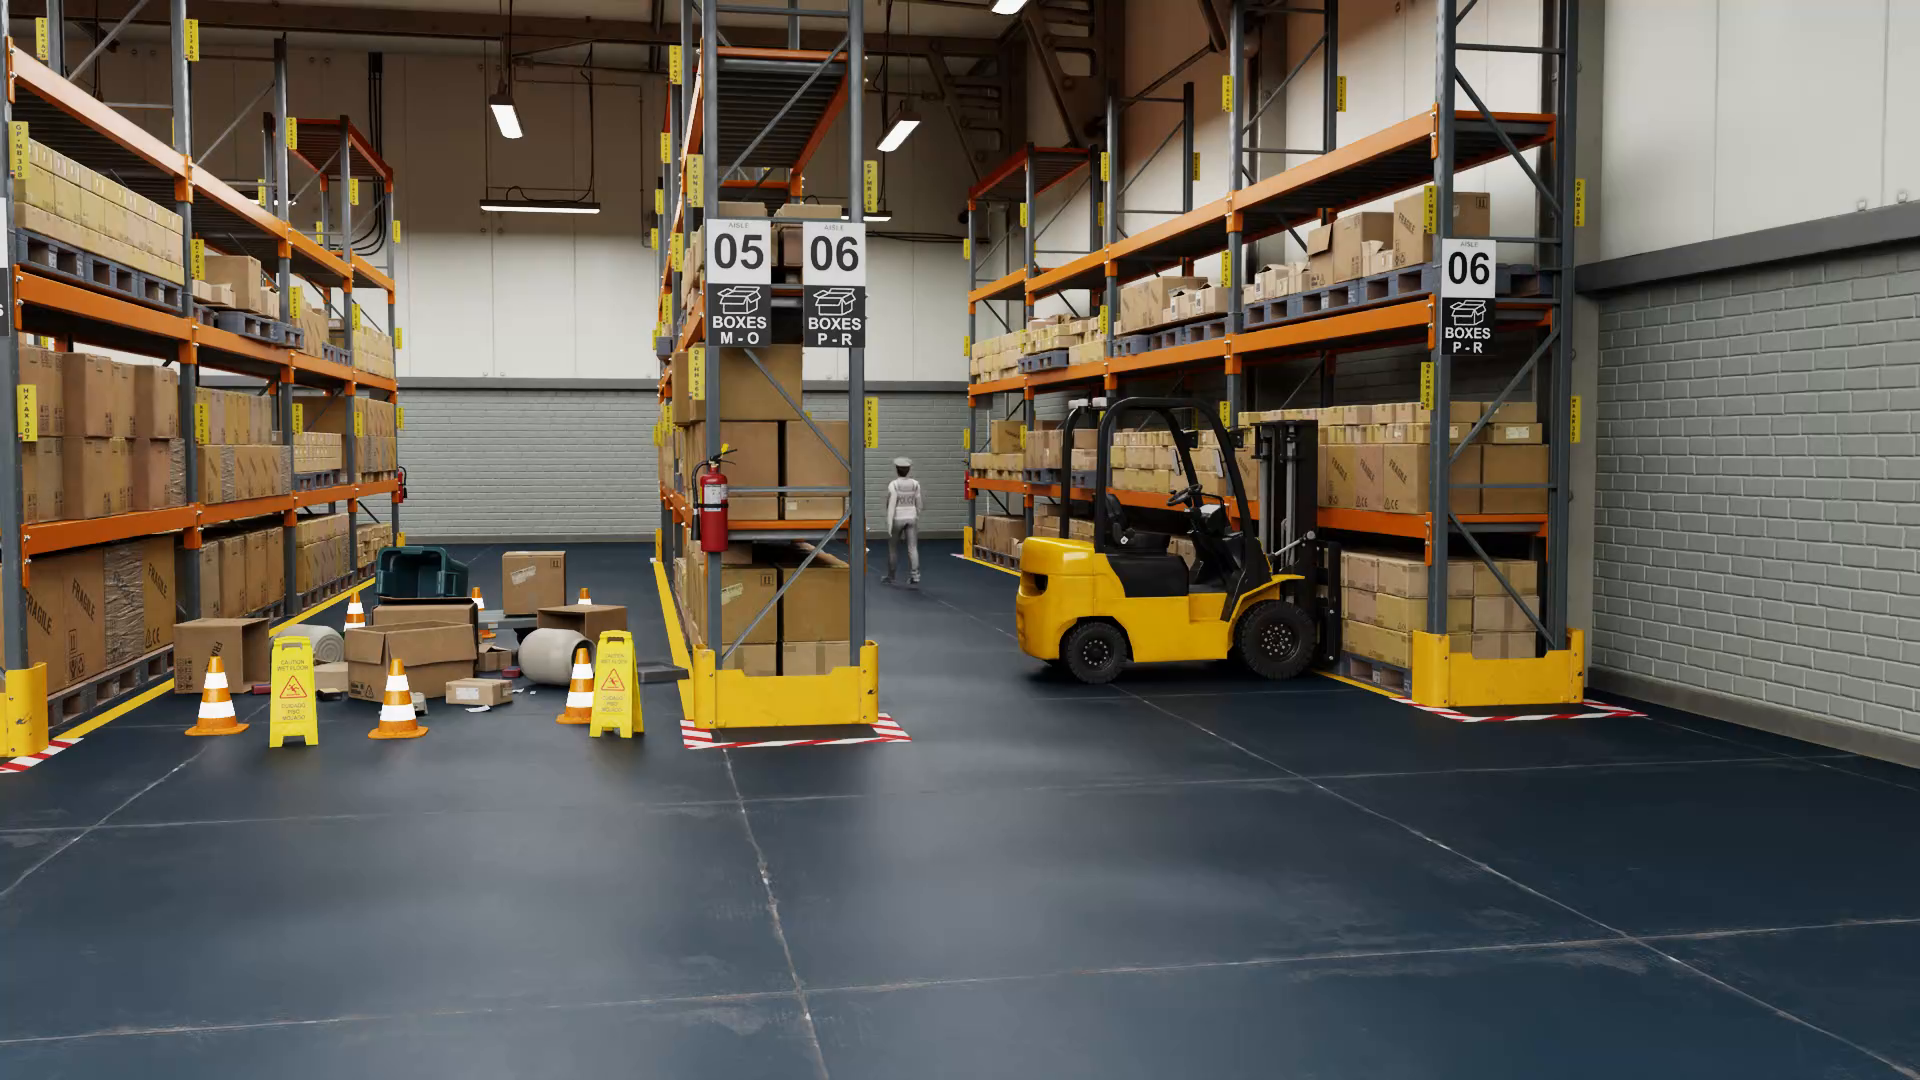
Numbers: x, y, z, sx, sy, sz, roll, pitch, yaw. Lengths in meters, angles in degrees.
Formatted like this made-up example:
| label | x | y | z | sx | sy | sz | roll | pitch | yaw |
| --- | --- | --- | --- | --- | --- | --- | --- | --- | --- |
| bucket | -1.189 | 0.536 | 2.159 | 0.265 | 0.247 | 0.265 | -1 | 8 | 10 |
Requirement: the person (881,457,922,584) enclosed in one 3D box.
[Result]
| label | x | y | z | sx | sy | sz | roll | pitch | yaw |
| --- | --- | --- | --- | --- | --- | --- | --- | --- | --- |
| person | -0.733 | -0.252 | 21.384 | 0.514 | 1.633 | 0.994 | -1 | 3 | -19 |
